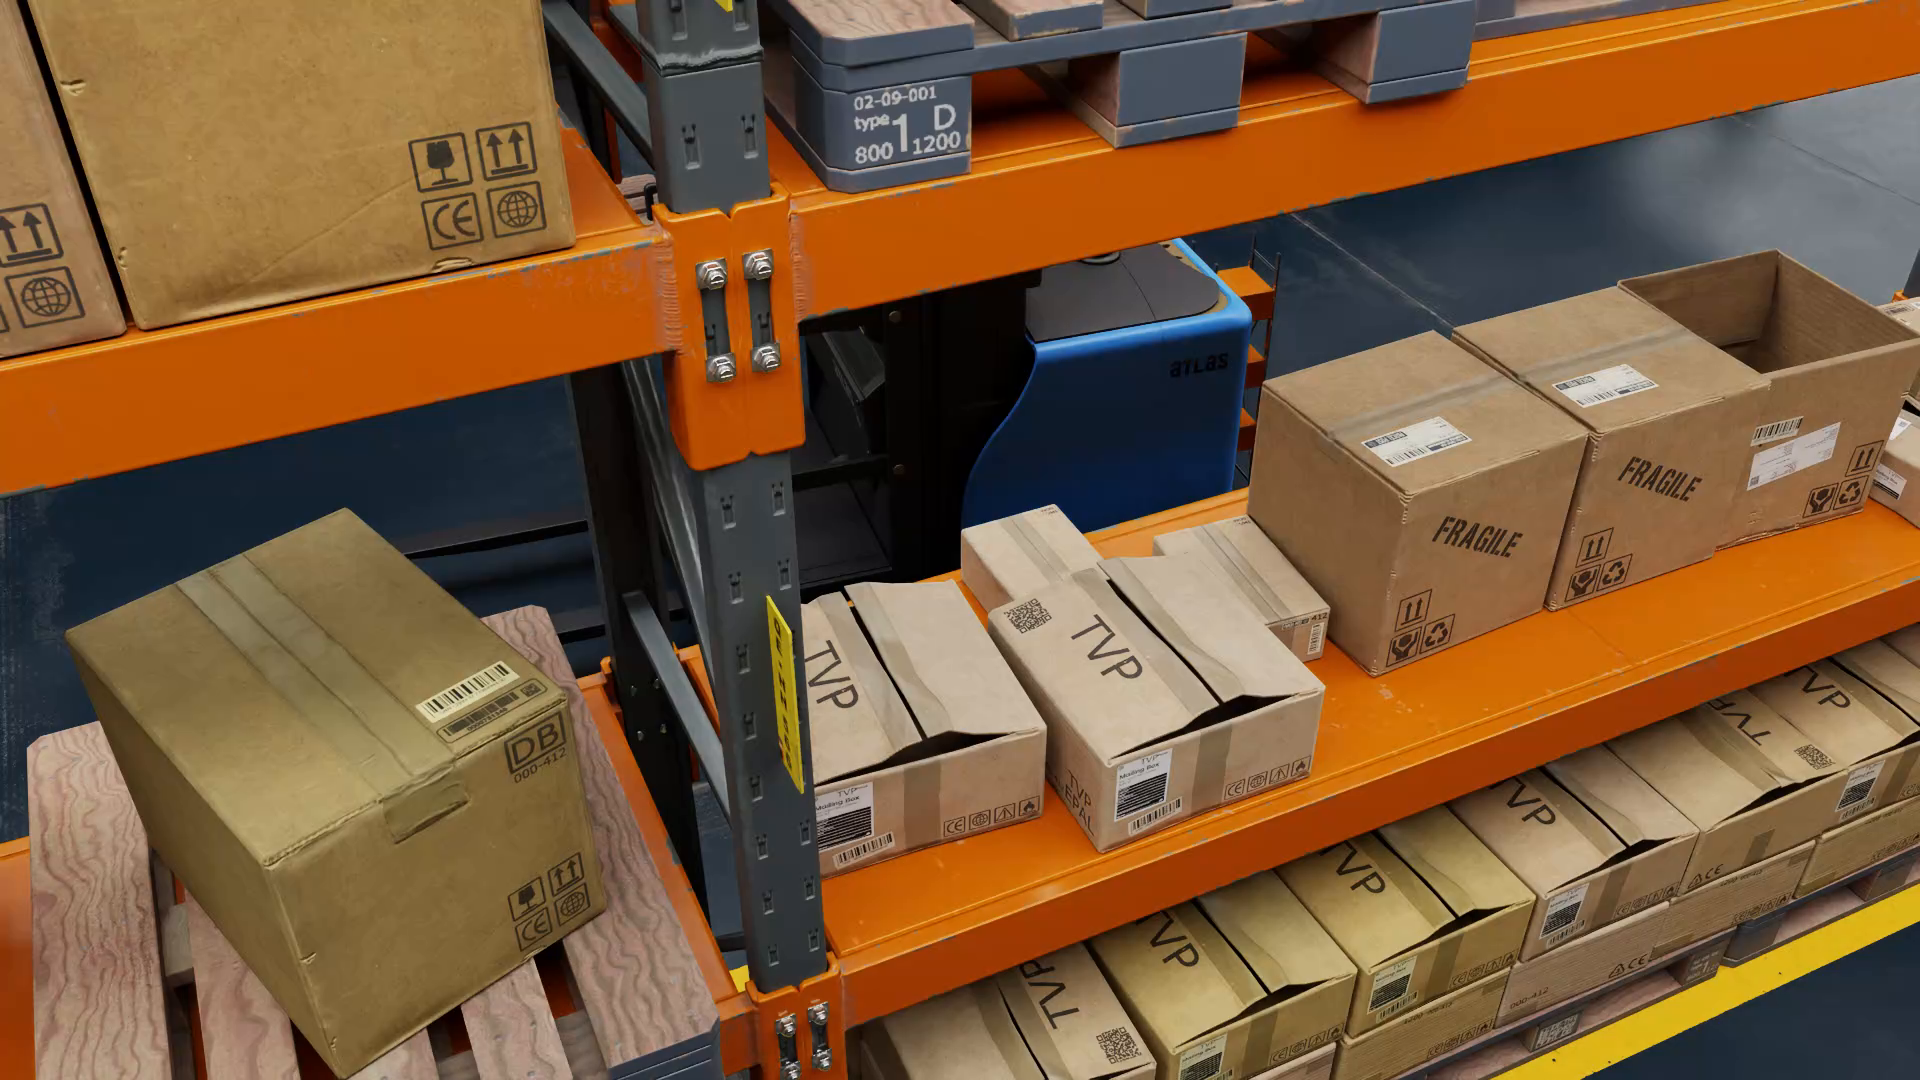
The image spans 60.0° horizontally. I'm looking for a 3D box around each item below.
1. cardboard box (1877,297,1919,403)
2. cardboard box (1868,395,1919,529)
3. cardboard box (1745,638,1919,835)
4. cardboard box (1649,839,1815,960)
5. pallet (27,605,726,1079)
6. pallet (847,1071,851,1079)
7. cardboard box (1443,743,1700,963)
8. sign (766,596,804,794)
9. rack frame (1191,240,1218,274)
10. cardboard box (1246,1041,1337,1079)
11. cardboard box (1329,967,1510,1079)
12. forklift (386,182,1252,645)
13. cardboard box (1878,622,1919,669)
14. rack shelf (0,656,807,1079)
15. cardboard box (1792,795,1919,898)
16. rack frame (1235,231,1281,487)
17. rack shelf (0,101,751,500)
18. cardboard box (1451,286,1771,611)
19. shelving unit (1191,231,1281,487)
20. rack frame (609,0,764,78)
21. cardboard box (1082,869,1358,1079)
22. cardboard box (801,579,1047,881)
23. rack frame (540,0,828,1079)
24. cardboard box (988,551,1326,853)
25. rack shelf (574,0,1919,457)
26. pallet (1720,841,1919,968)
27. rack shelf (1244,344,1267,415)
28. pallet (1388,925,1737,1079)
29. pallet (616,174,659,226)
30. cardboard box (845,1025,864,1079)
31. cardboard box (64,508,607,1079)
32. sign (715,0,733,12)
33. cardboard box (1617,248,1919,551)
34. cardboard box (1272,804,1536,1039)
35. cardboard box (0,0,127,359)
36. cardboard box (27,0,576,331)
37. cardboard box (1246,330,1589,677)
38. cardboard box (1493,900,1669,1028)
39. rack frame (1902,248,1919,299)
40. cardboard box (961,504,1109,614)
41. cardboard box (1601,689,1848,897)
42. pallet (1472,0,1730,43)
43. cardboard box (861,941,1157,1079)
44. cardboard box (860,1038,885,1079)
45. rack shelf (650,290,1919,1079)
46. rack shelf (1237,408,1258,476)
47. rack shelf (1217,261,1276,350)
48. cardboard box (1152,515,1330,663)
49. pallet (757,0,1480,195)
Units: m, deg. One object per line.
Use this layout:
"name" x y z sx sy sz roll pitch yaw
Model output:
"cardboard box" 2.690 -0.425 4.431 0.500 0.250 0.500 -13 39 -17
"cardboard box" 2.400 -0.258 4.193 0.258 0.266 0.396 -17 40 -21
"cardboard box" 2.405 0.469 4.584 0.500 0.311 0.500 -15 39 -19
"cardboard box" 1.944 0.820 4.582 0.500 0.250 0.500 -15 39 -19
"pallet" -1.087 0.666 2.996 1.003 0.211 1.213 -16 39 -20
"pallet" 0.258 1.312 4.304 1.213 0.211 1.003 -16 39 -20
"cardboard box" 1.495 0.720 4.247 0.500 0.311 0.500 -16 39 -21
"sign" -0.264 0.236 2.508 0.005 0.325 0.100 -16 39 -20
"rack frame" 0.861 -0.589 6.163 0.008 1.050 0.200 -12 38 -15
"cardboard box" 0.550 1.213 4.052 0.500 0.250 0.500 -17 40 -21
"cardboard box" 1.018 1.078 4.234 0.500 0.250 0.500 -17 40 -21
"forklift" -0.589 -1.058 5.215 3.031 2.935 1.130 -11 38 -15
"cardboard box" 2.873 0.334 4.766 0.500 0.311 0.500 -16 39 -20
"rack shelf" -2.314 1.174 2.753 4.000 0.370 1.077 -16 39 -20
"cardboard box" 2.407 0.691 4.757 0.500 0.250 0.500 -16 40 -21
"rack frame" 1.092 -0.636 6.227 0.008 1.050 0.200 -12 38 -15
"rack shelf" -2.314 -0.031 1.859 4.000 0.370 1.077 -16 39 -20
"cardboard box" 1.485 -0.228 3.955 0.500 0.500 0.500 -16 39 -20
"shelving unit" 0.977 -0.613 6.195 0.252 1.050 0.215 -12 38 -15
"rack frame" -0.503 -2.031 1.434 0.127 3.000 1.000 -16 39 -20
"cardboard box" 0.567 0.978 3.899 0.500 0.311 0.500 -17 40 -21
"cardboard box" -0.156 0.346 3.340 0.500 0.311 0.500 -13 39 -17
"rack frame" -0.503 0.379 3.221 0.127 3.000 1.000 -16 39 -20
"cardboard box" 0.389 0.293 3.412 0.500 0.311 0.500 -16 39 -20
"rack shelf" 1.307 -1.043 3.224 4.000 0.370 1.077 -16 39 -20
"pallet" 2.467 0.694 5.137 1.213 0.211 1.003 -16 39 -20
"rack shelf" 0.977 -0.604 6.201 0.240 0.259 0.215 -12 38 -15
"pallet" 1.361 1.005 4.718 1.213 0.211 1.003 -16 39 -20
"pallet" -1.887 -1.348 7.891 1.213 0.211 1.003 -16 39 -20
"cardboard box" -0.131 1.050 4.272 0.500 0.250 0.500 -15 39 -19
"cardboard box" -1.026 0.390 2.769 0.500 0.500 0.700 -30 46 -34
"sign" -0.275 -0.740 1.778 0.005 0.325 0.100 -16 39 -20
"cardboard box" 1.939 -0.355 4.126 0.500 0.500 0.500 -13 38 -17
"cardboard box" 1.030 0.850 4.071 0.500 0.311 0.500 -17 40 -21
"cardboard box" -1.346 -0.608 1.950 0.500 0.500 0.910 -16 39 -20
"cardboard box" -0.884 -0.737 2.124 0.500 0.500 0.910 -16 39 -20
"cardboard box" 1.009 -0.095 3.776 0.500 0.500 0.500 -18 40 -22
"cardboard box" 1.483 0.948 4.409 0.500 0.250 0.500 -15 39 -19
"rack frame" 3.118 -0.633 4.586 0.127 3.000 1.000 -16 39 -20
"cardboard box" 0.193 0.103 3.804 0.250 0.149 0.380 -16 39 -20
"cardboard box" 1.952 0.594 4.416 0.500 0.311 0.500 -16 39 -20
"pallet" 1.084 -1.255 3.064 1.213 0.211 1.003 -14 39 -18
"cardboard box" 0.096 1.115 3.713 0.500 0.311 0.500 -14 39 -18
"cardboard box" 0.096 1.341 3.880 0.500 0.250 0.500 -16 39 -20
"rack shelf" 1.307 0.162 4.118 4.000 0.370 1.077 -16 39 -20
"rack shelf" 0.977 -0.381 6.367 0.240 0.259 0.215 -12 38 -15
"rack shelf" 0.977 -0.832 6.032 0.240 0.259 0.215 -12 38 -15
"cardboard box" 0.627 0.127 3.772 0.250 0.149 0.380 -13 38 -17
"pallet" 0.073 -0.970 2.680 1.003 0.211 1.213 -14 39 -18
